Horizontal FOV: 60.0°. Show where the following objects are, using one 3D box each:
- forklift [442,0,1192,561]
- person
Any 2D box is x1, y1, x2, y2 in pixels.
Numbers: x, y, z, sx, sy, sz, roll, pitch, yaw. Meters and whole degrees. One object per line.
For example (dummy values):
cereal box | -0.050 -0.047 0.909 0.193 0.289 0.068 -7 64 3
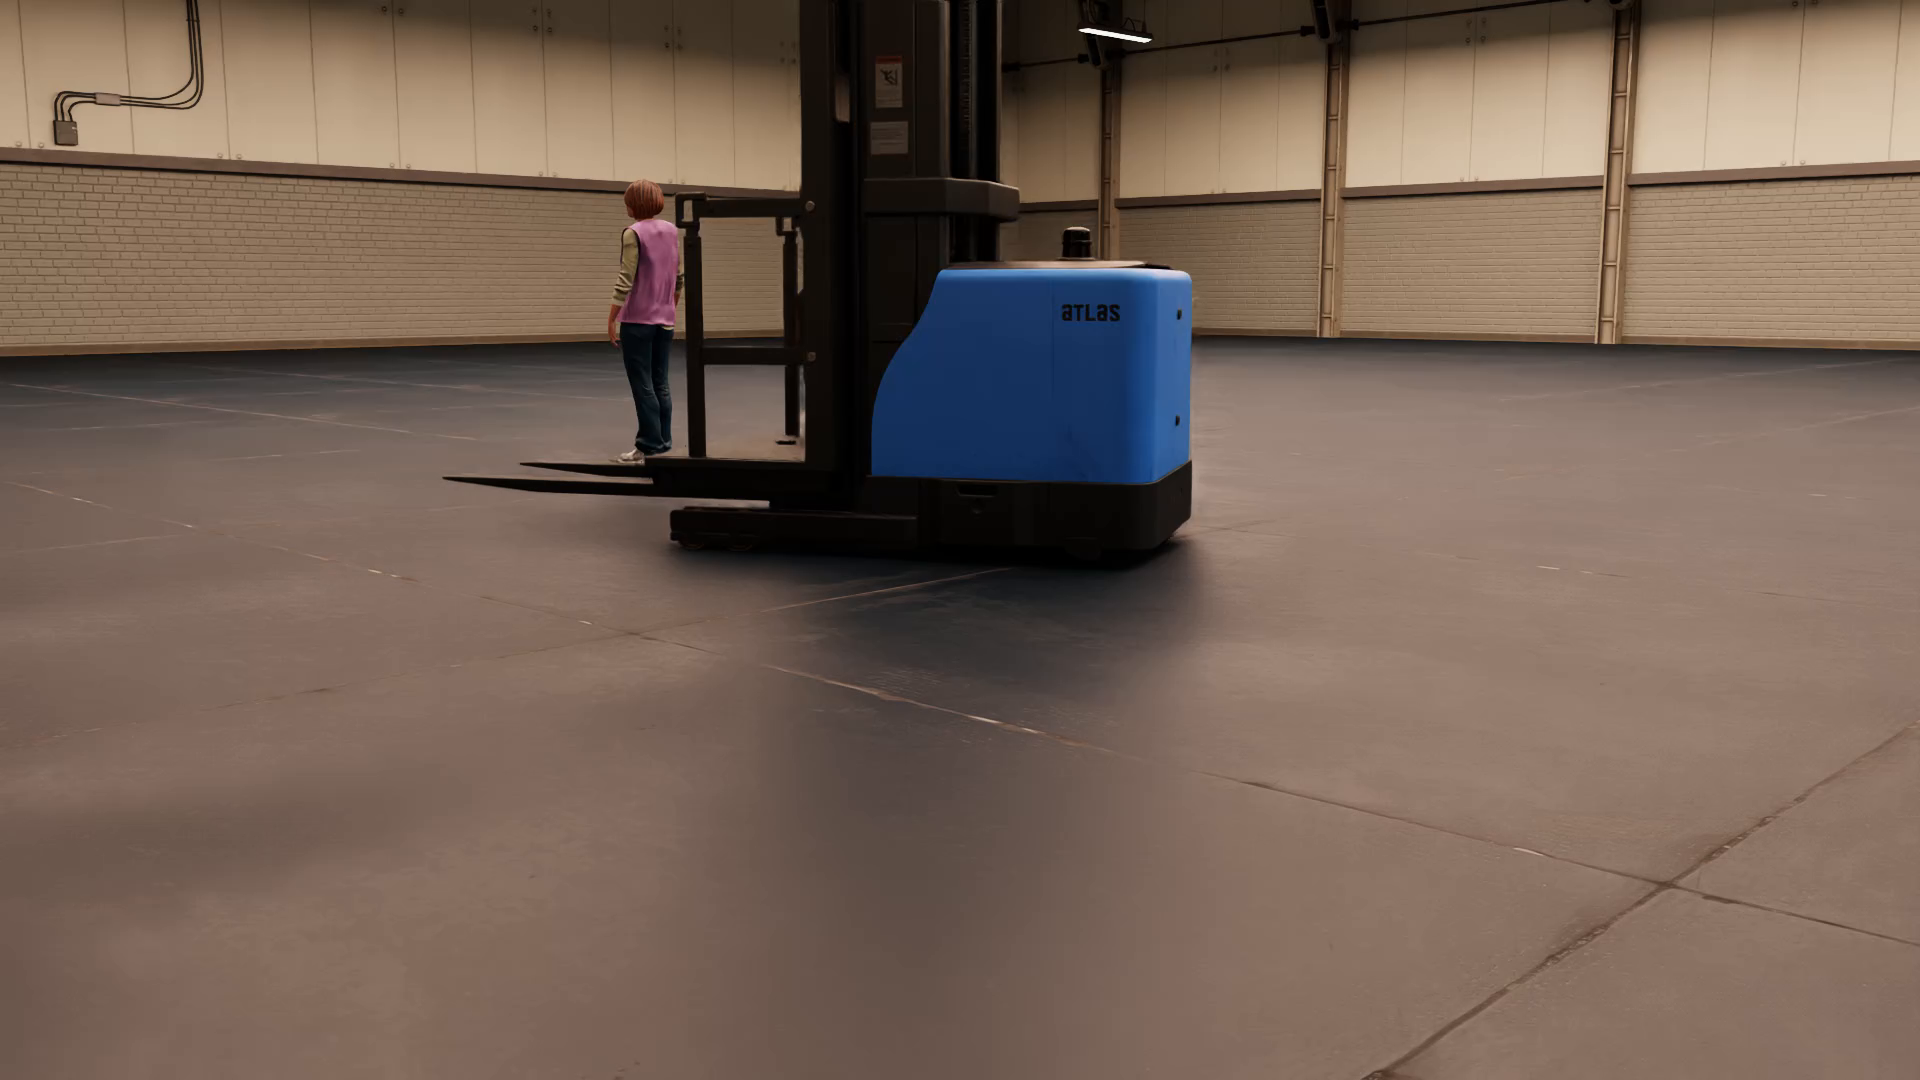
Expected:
forklift | -0.624 -1.474 6.665 3.031 2.935 1.130 2 9 16
person | -1.817 -1.218 9.398 0.475 1.597 0.520 6 11 35
